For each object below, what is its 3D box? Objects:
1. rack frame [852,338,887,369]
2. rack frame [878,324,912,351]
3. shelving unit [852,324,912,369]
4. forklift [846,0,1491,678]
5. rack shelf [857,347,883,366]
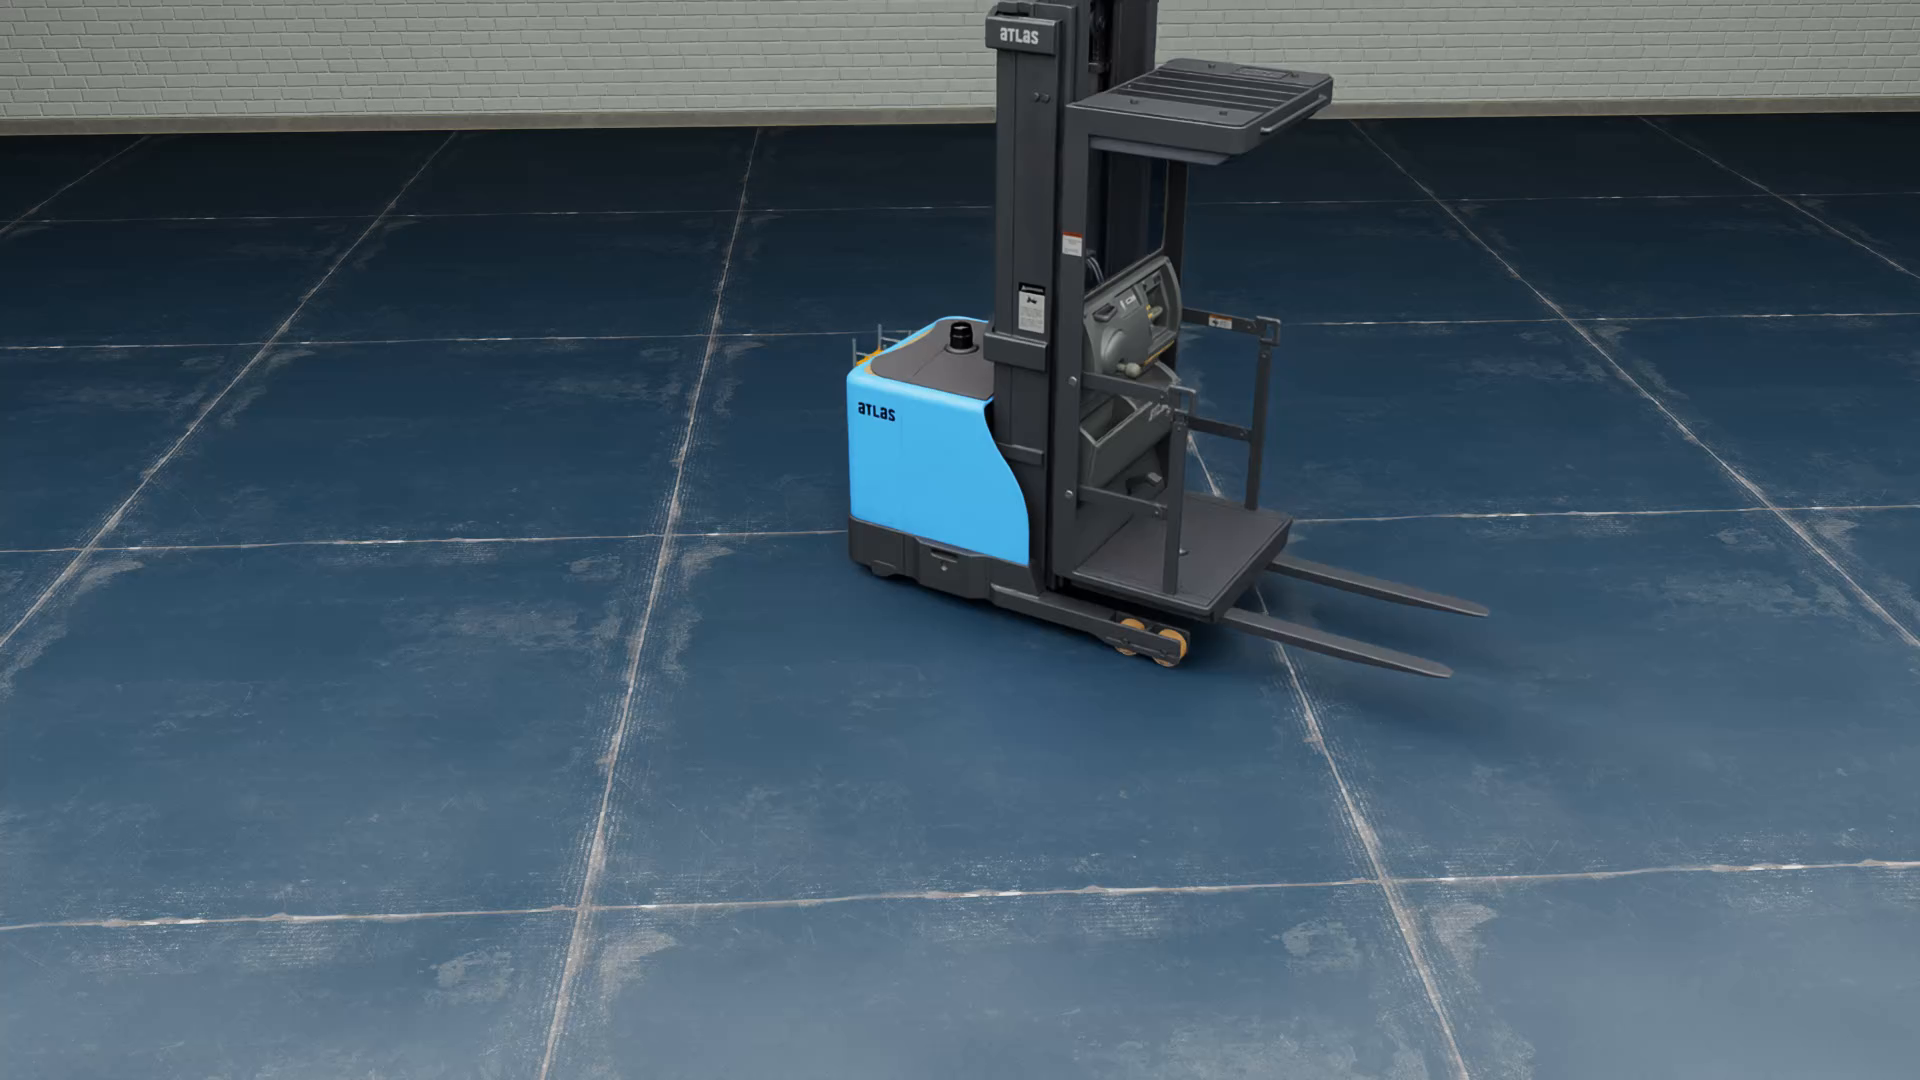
[{"bbox_3d":[-0.458,-0.534,8.639,0.200,1.050,0.008,15,31,26],"label":"rack frame"},{"bbox_3d":[-0.337,-0.632,8.827,0.200,1.050,0.008,15,31,26],"label":"rack frame"},{"bbox_3d":[-0.397,-0.583,8.733,0.215,1.050,0.252,15,31,26],"label":"shelving unit"},{"bbox_3d":[0.968,-1.000,7.498,3.031,2.935,1.130,15,31,27],"label":"forklift"},{"bbox_3d":[-0.397,-0.826,8.607,0.215,0.259,0.240,15,31,26],"label":"rack shelf"}]
